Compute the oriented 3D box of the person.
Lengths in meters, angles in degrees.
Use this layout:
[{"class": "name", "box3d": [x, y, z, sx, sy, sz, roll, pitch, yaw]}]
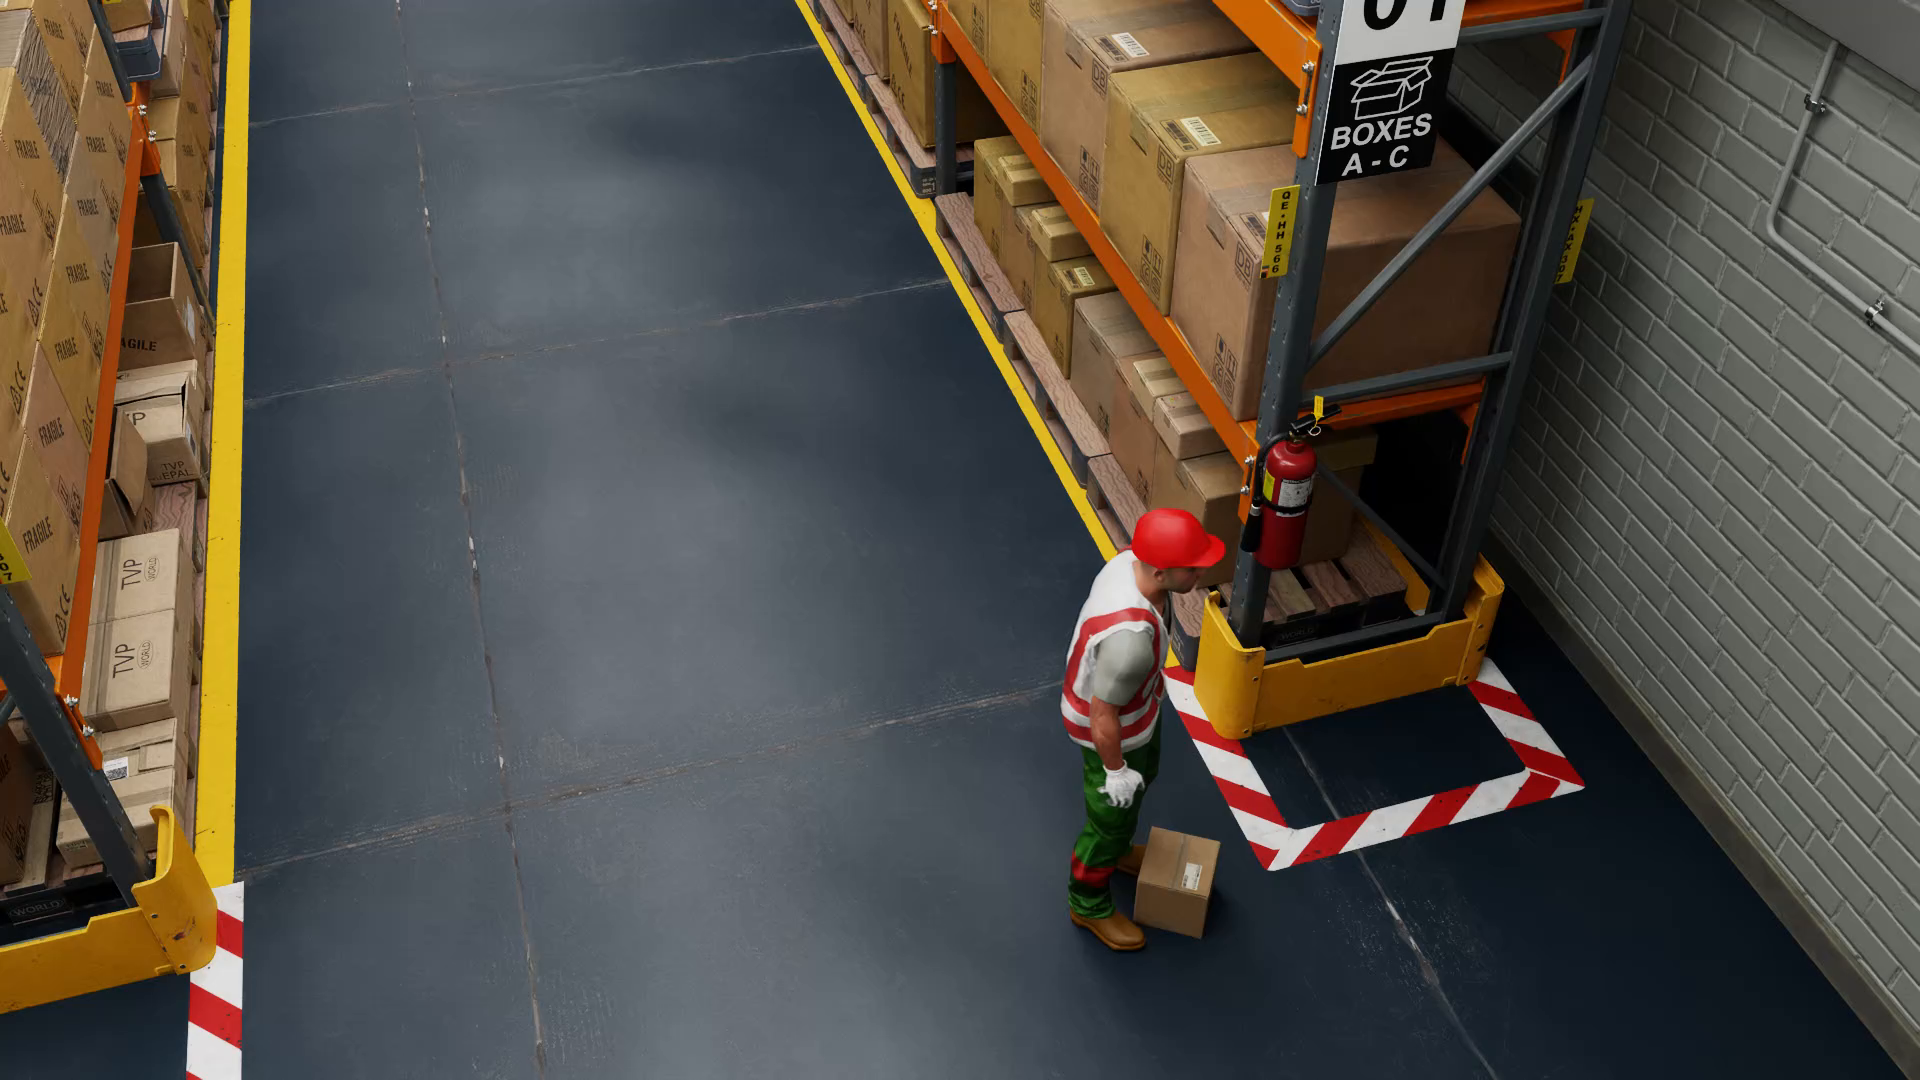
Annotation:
[{"class": "person", "box3d": [0.566, 0.590, 5.490, 0.451, 1.779, 0.618, 11, 43, 13]}]
